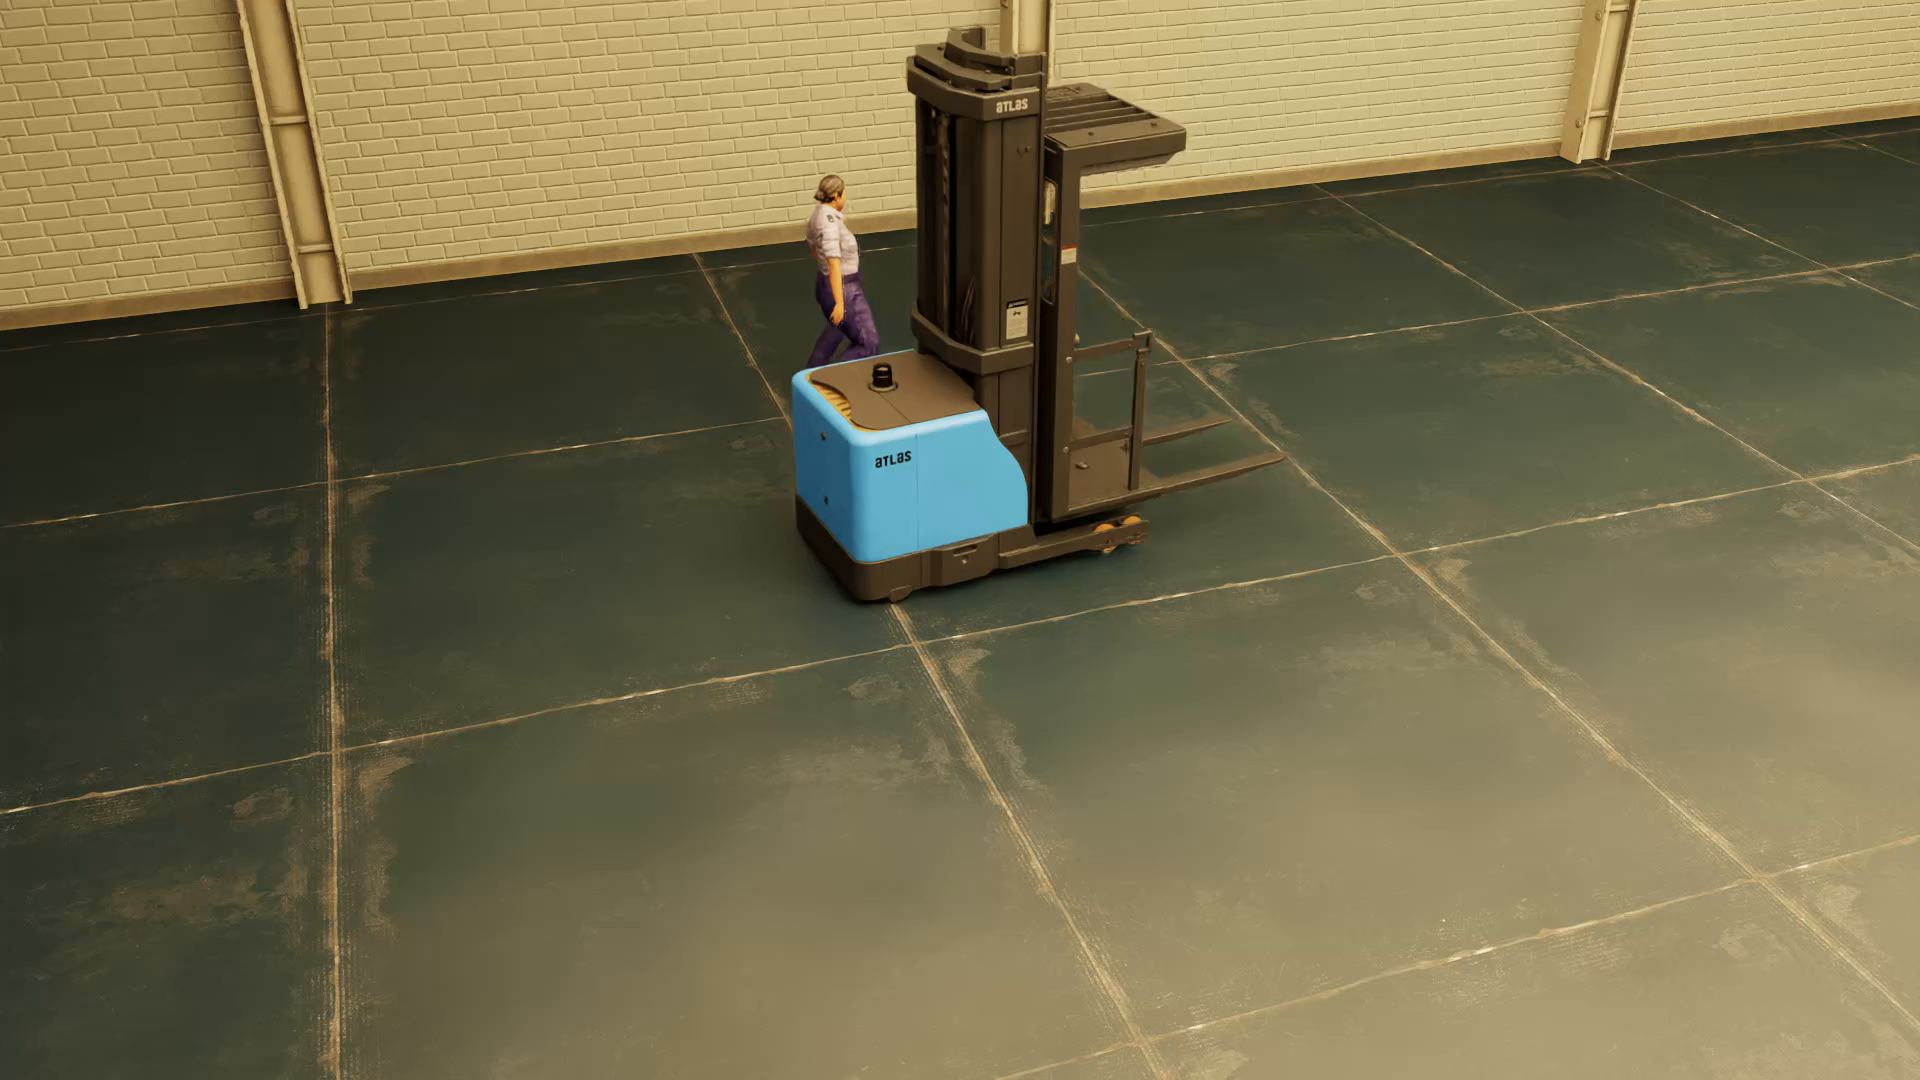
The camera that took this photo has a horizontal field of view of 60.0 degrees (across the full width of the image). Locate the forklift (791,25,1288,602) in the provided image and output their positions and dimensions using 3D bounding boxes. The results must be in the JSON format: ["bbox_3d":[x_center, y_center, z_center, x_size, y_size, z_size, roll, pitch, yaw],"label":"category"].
[{"bbox_3d":[0.567,-1.420,9.555,3.031,2.935,1.130,-14,33,-23],"label":"forklift"}]

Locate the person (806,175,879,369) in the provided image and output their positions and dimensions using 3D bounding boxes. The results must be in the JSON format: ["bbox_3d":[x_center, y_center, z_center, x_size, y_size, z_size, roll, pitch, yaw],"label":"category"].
[{"bbox_3d":[-0.852,-1.719,11.459,0.484,1.570,0.830,-8,31,-13],"label":"person"}]
